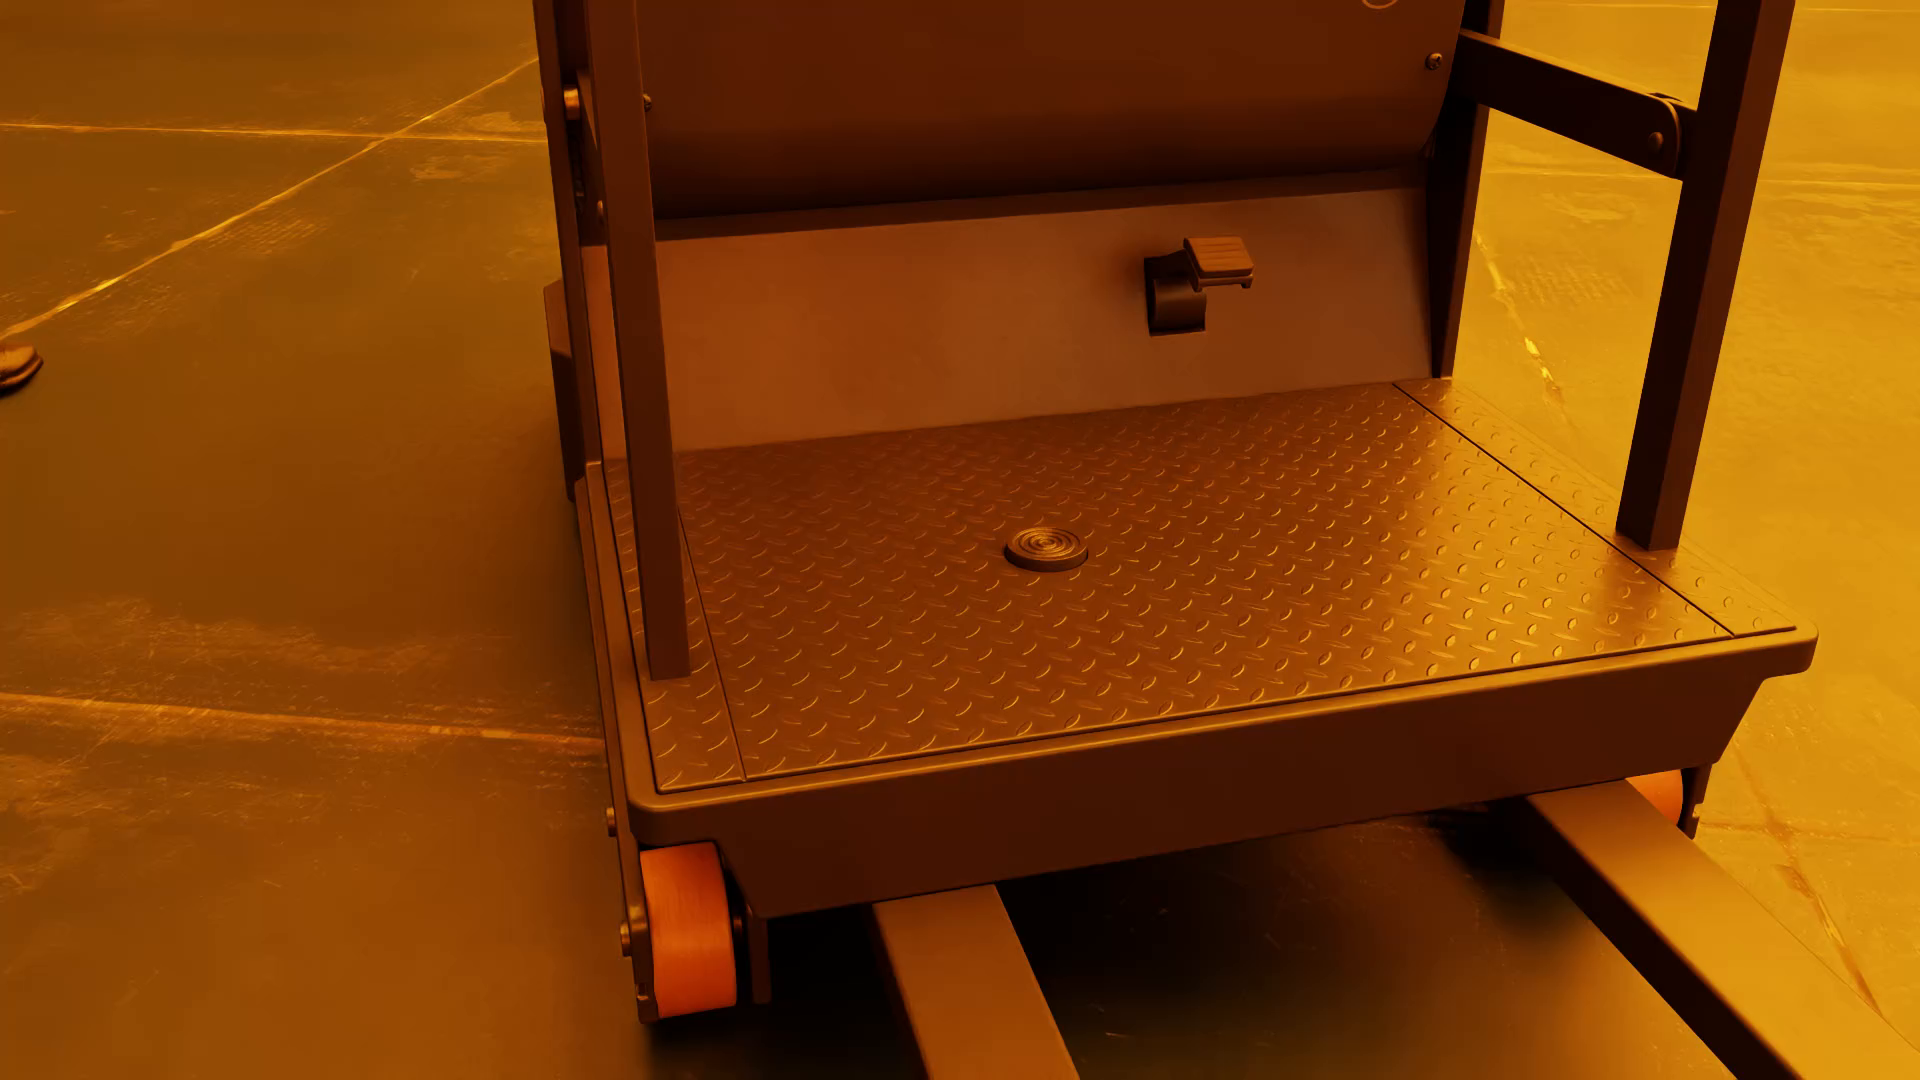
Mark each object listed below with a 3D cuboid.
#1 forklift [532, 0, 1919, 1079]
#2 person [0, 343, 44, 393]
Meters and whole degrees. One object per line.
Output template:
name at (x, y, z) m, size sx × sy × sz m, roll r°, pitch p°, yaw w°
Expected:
forklift at (0.153, -1.049, 1.319) m, size 1.130 × 2.935 × 3.031 m, roll -7°, pitch 27°, yaw -13°
person at (-2.076, -1.017, 2.596) m, size 0.633 × 1.722 × 0.565 m, roll 10°, pitch 28°, yaw 20°
